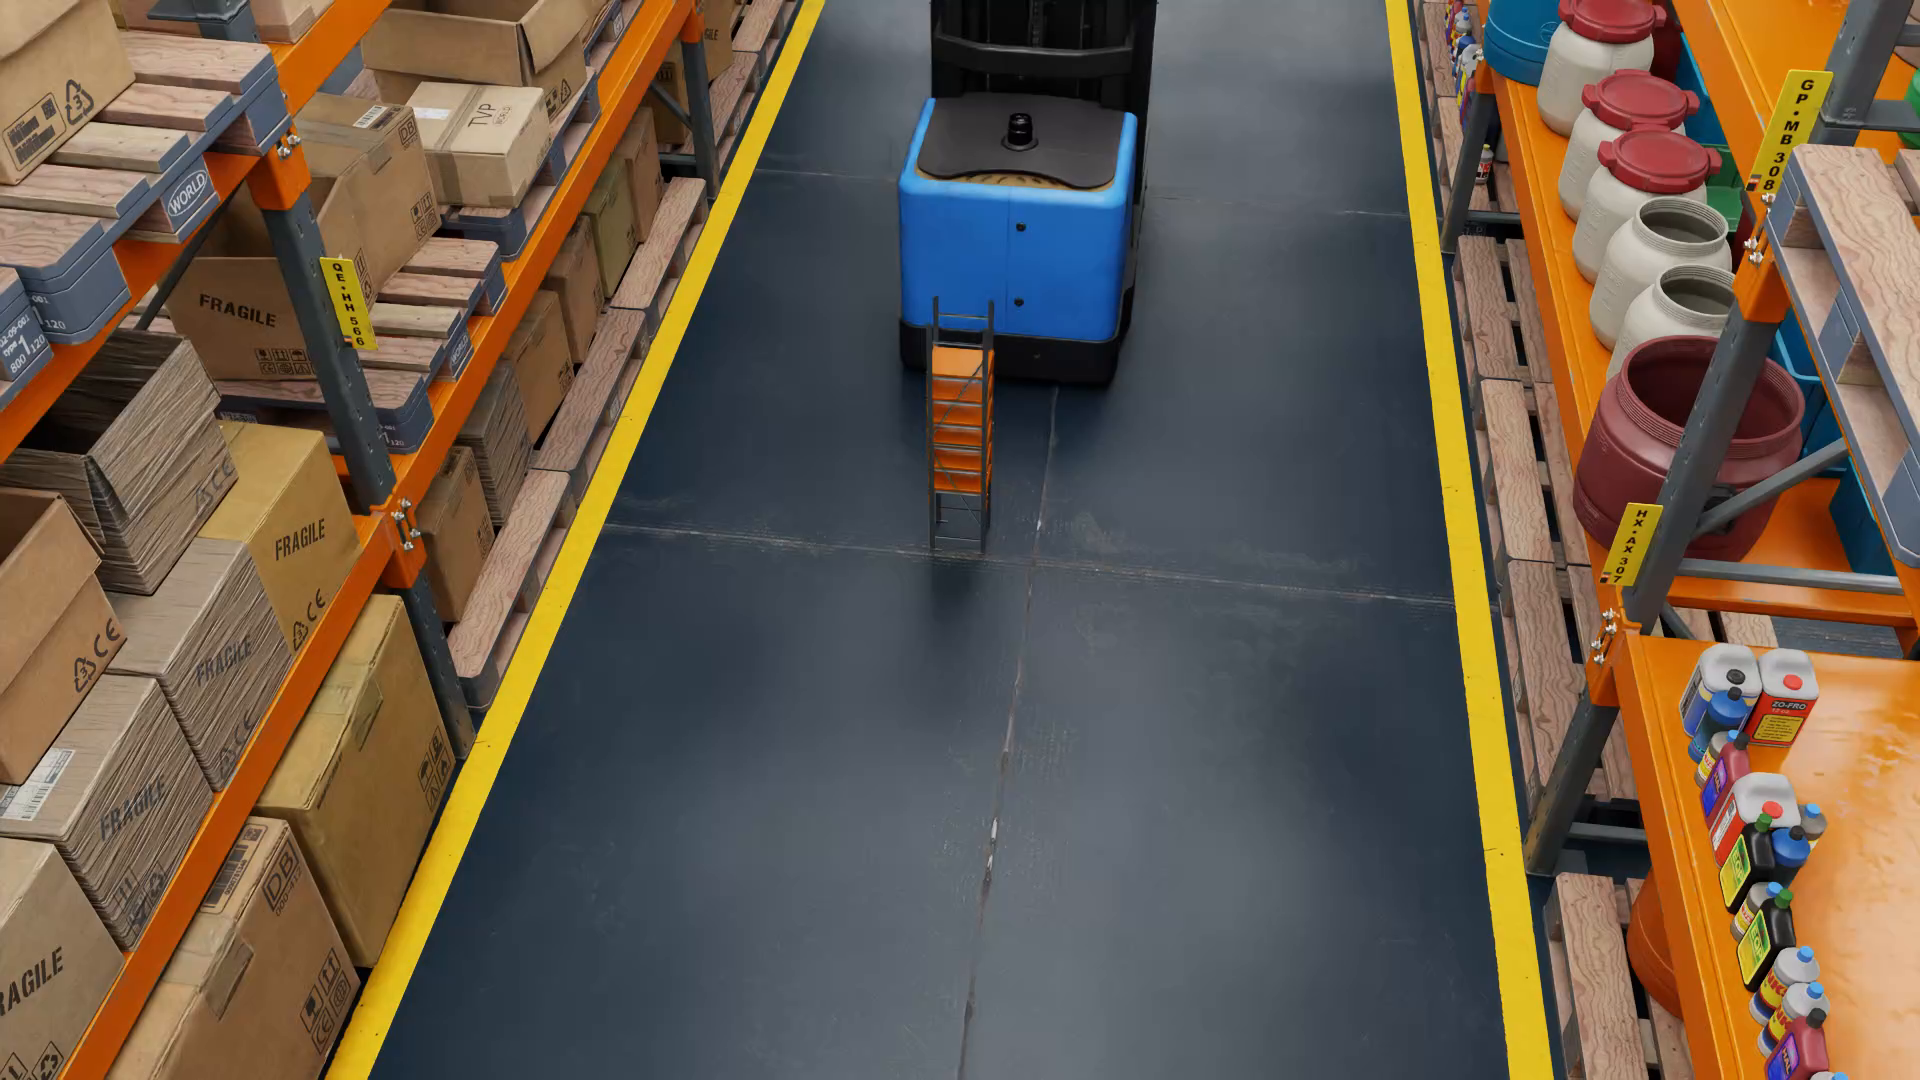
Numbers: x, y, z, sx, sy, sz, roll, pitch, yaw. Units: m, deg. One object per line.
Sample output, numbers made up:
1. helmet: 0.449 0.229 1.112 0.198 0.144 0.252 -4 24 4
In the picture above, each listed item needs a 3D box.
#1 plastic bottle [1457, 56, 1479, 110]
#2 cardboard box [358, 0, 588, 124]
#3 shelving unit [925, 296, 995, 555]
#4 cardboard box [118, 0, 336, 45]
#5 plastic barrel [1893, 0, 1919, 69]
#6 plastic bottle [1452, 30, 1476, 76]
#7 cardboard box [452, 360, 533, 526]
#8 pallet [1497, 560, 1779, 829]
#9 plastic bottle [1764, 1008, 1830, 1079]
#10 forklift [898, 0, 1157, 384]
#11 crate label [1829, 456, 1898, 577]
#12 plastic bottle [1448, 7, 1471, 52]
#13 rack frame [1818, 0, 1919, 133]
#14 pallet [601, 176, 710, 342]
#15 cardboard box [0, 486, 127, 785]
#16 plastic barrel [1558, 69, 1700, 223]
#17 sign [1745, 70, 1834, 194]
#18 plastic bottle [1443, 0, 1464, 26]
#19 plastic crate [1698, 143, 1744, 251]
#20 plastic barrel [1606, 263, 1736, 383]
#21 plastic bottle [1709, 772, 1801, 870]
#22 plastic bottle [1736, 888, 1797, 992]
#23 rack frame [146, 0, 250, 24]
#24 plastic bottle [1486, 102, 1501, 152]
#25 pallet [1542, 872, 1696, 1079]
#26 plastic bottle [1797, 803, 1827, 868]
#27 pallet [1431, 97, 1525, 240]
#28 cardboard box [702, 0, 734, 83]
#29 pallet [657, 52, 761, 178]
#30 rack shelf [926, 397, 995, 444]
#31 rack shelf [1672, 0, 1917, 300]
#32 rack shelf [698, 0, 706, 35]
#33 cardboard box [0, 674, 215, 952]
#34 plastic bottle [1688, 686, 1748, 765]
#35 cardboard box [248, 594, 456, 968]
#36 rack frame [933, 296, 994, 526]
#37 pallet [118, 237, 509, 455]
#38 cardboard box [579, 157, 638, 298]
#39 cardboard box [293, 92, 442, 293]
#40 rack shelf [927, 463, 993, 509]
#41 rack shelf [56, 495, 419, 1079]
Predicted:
1. plastic bottle: 2.931 -2.620 9.442 0.144 0.351 0.185 5 44 5
2. cardboard box: -1.983 -2.056 6.859 0.797 0.503 0.637 9 44 10
3. shelving unit: 0.002 -0.446 6.848 0.258 1.200 0.189 5 44 6
4. cardboard box: -2.060 -1.662 4.751 0.500 0.250 0.500 6 44 6
5. plastic barrel: 2.859 -1.691 4.308 0.600 0.901 0.600 0 43 0
6. plastic bottle: 2.959 -2.854 9.747 0.097 0.271 0.097 0 43 0
7. cardboard box: -2.245 -0.420 7.010 0.700 0.500 0.500 2 43 2
8. pallet: 2.676 0.608 6.454 1.003 0.211 1.213 5 44 6
9. plastic bottle: 1.959 1.211 3.874 0.061 0.283 0.133 5 44 6
10. forklift: 0.438 -2.828 8.104 1.130 2.935 3.031 6 44 6
11. crate label: 2.962 -0.072 5.266 0.303 0.233 0.416 5 44 6
12. plastic bottle: 2.999 -3.060 9.965 0.097 0.271 0.097 0 43 0
13. rack frame: 2.535 -2.058 2.879 1.000 3.000 0.127 5 44 6
14. pallet: -1.947 -1.513 8.694 1.003 0.211 1.213 5 44 6
15. cardboard box: -2.576 0.210 4.044 0.797 0.503 0.637 6 44 6
16. plastic barrel: 2.623 -1.523 6.578 0.433 0.535 0.433 0 43 0
17. sign: 1.989 -0.976 3.994 0.100 0.325 0.005 5 44 6
18. plastic bottle: 3.044 -3.294 10.211 0.097 0.271 0.097 0 43 0
19. plastic crate: 3.113 -1.316 6.613 0.450 0.188 0.662 5 44 6
20. plastic barrel: 2.459 -0.641 5.664 0.421 0.512 0.421 0 43 0
21. plastic bottle: 2.096 0.746 4.371 0.152 0.276 0.135 5 44 6
22. plastic bottle: 2.003 0.988 4.110 0.061 0.283 0.133 5 44 6
23. rack frame: -2.374 -2.508 3.354 1.000 3.000 0.127 5 44 6
24. plastic bottle: 2.863 -2.269 9.071 0.144 0.351 0.185 4 44 4
25. pallet: 2.472 1.674 5.329 1.003 0.211 1.213 5 44 6
26. plastic bottle: 2.222 0.772 4.398 0.097 0.201 0.097 0 43 0
27. pallet: 3.194 -2.047 9.259 1.003 0.211 1.213 5 44 6
28. cardboard box: -1.685 -2.961 9.708 0.500 0.500 0.500 19 46 19
29. pallet: -1.792 -2.504 9.742 1.003 0.211 1.213 5 44 6
30. rack shelf: 0.002 -0.500 6.796 0.258 0.103 0.180 5 44 6
31. rack shelf: 2.799 -2.071 5.597 1.077 0.370 4.000 5 44 6
32. rack shelf: -1.581 -4.158 9.983 1.077 0.370 4.000 5 44 6
33. cardboard box: -2.331 0.686 4.271 0.500 0.500 0.500 4 44 4
34. plastic bottle: 2.115 0.509 4.624 0.097 0.271 0.097 0 43 0
35. cardboard box: -2.486 0.757 5.508 1.225 0.875 0.875 3 44 4
36. rack frame: 0.014 -0.508 6.914 0.240 1.200 0.006 5 44 6
37. pallet: -2.386 -0.756 6.006 1.213 0.211 1.003 5 44 6
38. cardboard box: -2.030 -1.568 8.223 0.700 0.500 0.500 5 44 5
39. cardboard box: -2.368 -1.280 6.042 0.700 0.500 0.500 11 45 12
40. rack shelf: 0.002 -0.239 7.043 0.258 0.103 0.180 5 44 6
41. rack shelf: -2.639 1.294 4.225 1.077 0.370 4.000 5 44 6
